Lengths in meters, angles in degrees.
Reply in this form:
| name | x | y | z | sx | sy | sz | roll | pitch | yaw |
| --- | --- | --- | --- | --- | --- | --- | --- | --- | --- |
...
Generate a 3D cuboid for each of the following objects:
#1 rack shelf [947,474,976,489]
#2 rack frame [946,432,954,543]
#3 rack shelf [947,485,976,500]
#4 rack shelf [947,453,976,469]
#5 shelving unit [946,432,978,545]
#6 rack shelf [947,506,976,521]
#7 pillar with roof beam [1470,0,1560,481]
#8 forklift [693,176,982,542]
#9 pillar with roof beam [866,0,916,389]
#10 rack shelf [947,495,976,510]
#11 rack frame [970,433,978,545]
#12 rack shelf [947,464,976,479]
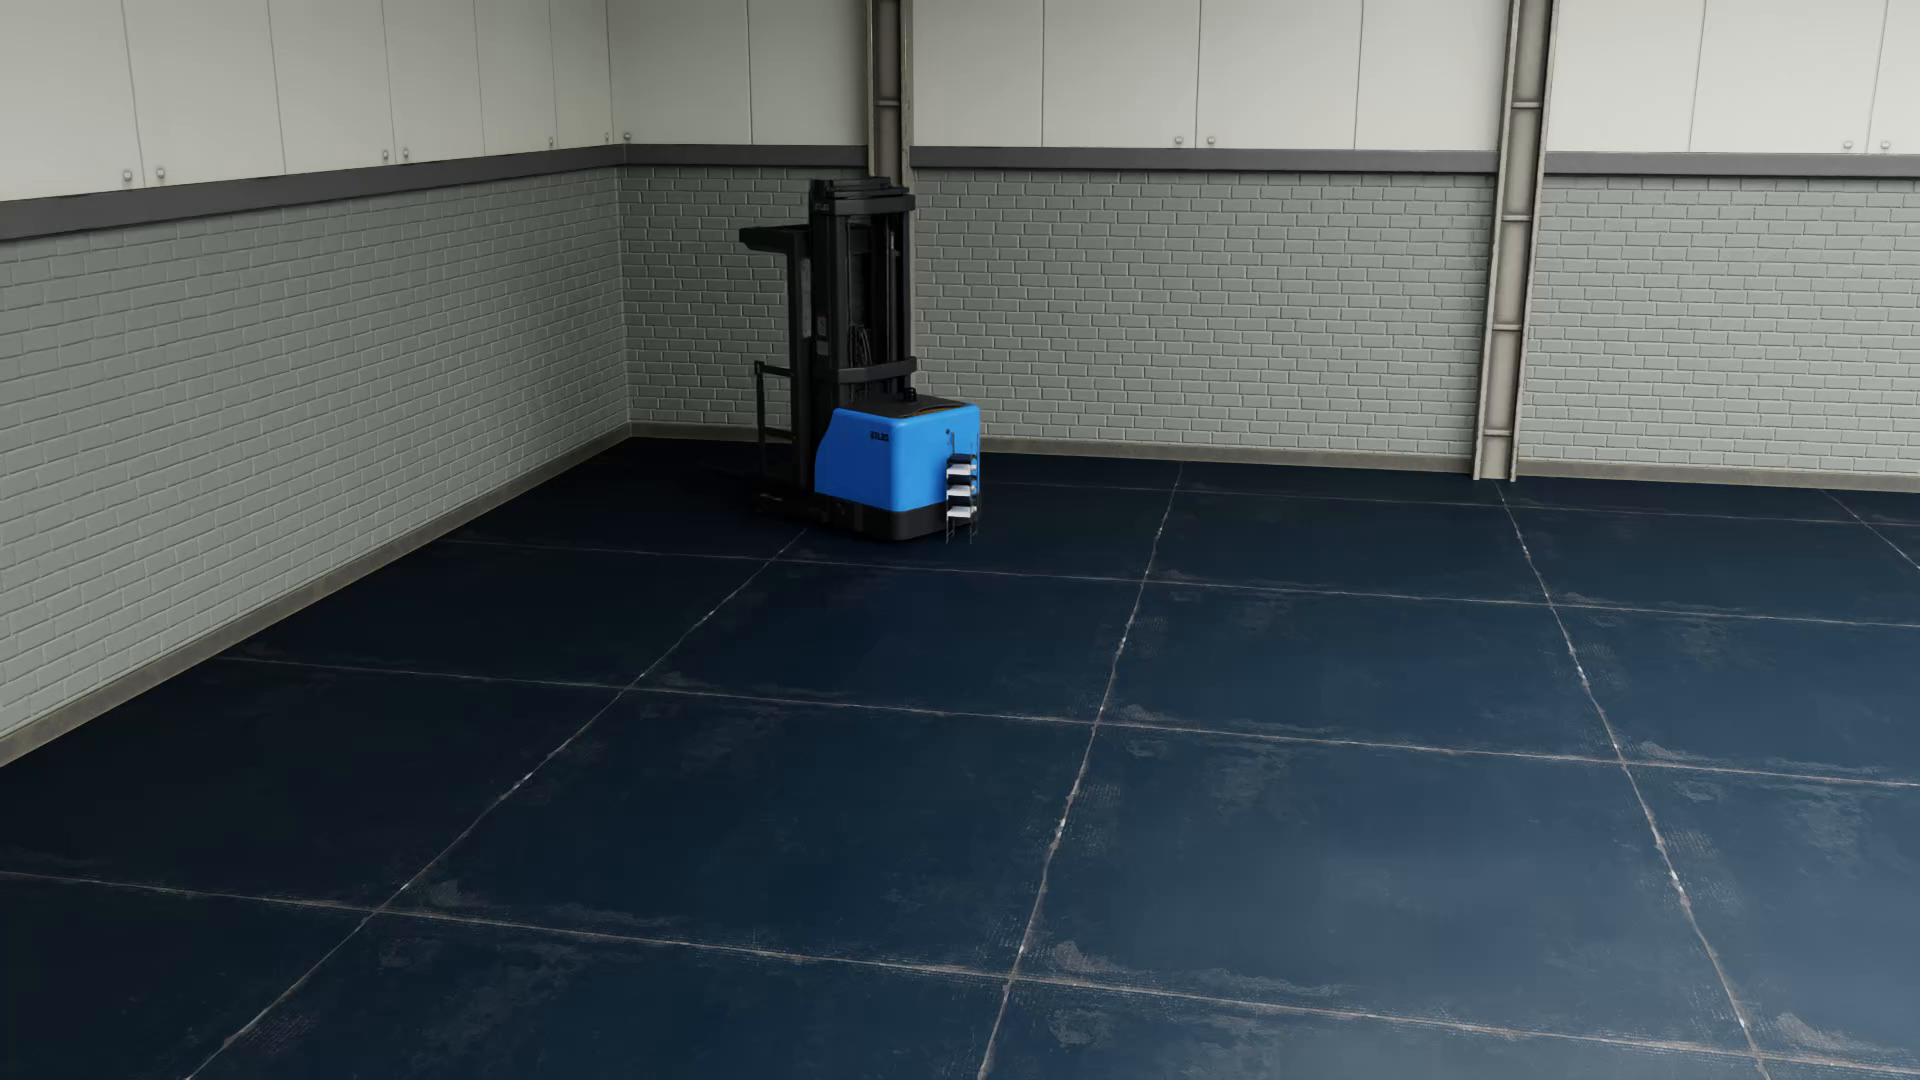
| name | x | y | z | sx | sy | sz | roll | pitch | yaw |
| --- | --- | --- | --- | --- | --- | --- | --- | --- | --- |
| rack shelf | 0.018 | -0.484 | 13.841 | 0.200 | 0.077 | 0.258 | 4 | 16 | 13 |
| rack frame | -0.081 | -0.436 | 13.879 | 0.006 | 0.900 | 0.240 | 4 | 16 | 13 |
| rack shelf | 0.018 | -0.397 | 13.865 | 0.200 | 0.077 | 0.258 | 4 | 16 | 13 |
| rack shelf | 0.018 | -0.657 | 13.793 | 0.200 | 0.077 | 0.258 | 4 | 16 | 13 |
| shelving unit | 0.018 | -0.429 | 13.856 | 0.210 | 0.900 | 0.258 | 4 | 16 | 13 |
| rack shelf | 0.018 | -0.224 | 13.913 | 0.200 | 0.077 | 0.258 | 4 | 16 | 13 |
| pillar with roof beam | 4.336 | -3.826 | 10.946 | 0.400 | 9.000 | 9.100 | 3 | 16 | 11 |
| forklift | -1.220 | -1.711 | 14.679 | 3.031 | 2.935 | 1.130 | 15 | 21 | 42 |
| pillar with roof beam | -1.544 | -4.145 | 12.098 | 0.400 | 9.000 | 9.100 | 3 | 16 | 11 |
| rack shelf | 0.018 | -0.310 | 13.889 | 0.200 | 0.077 | 0.258 | 4 | 16 | 13 |
| rack frame | 0.117 | -0.423 | 13.833 | 0.006 | 0.900 | 0.240 | 4 | 16 | 13 |
| rack shelf | 0.018 | -0.571 | 13.817 | 0.200 | 0.077 | 0.258 | 4 | 16 | 13 |
